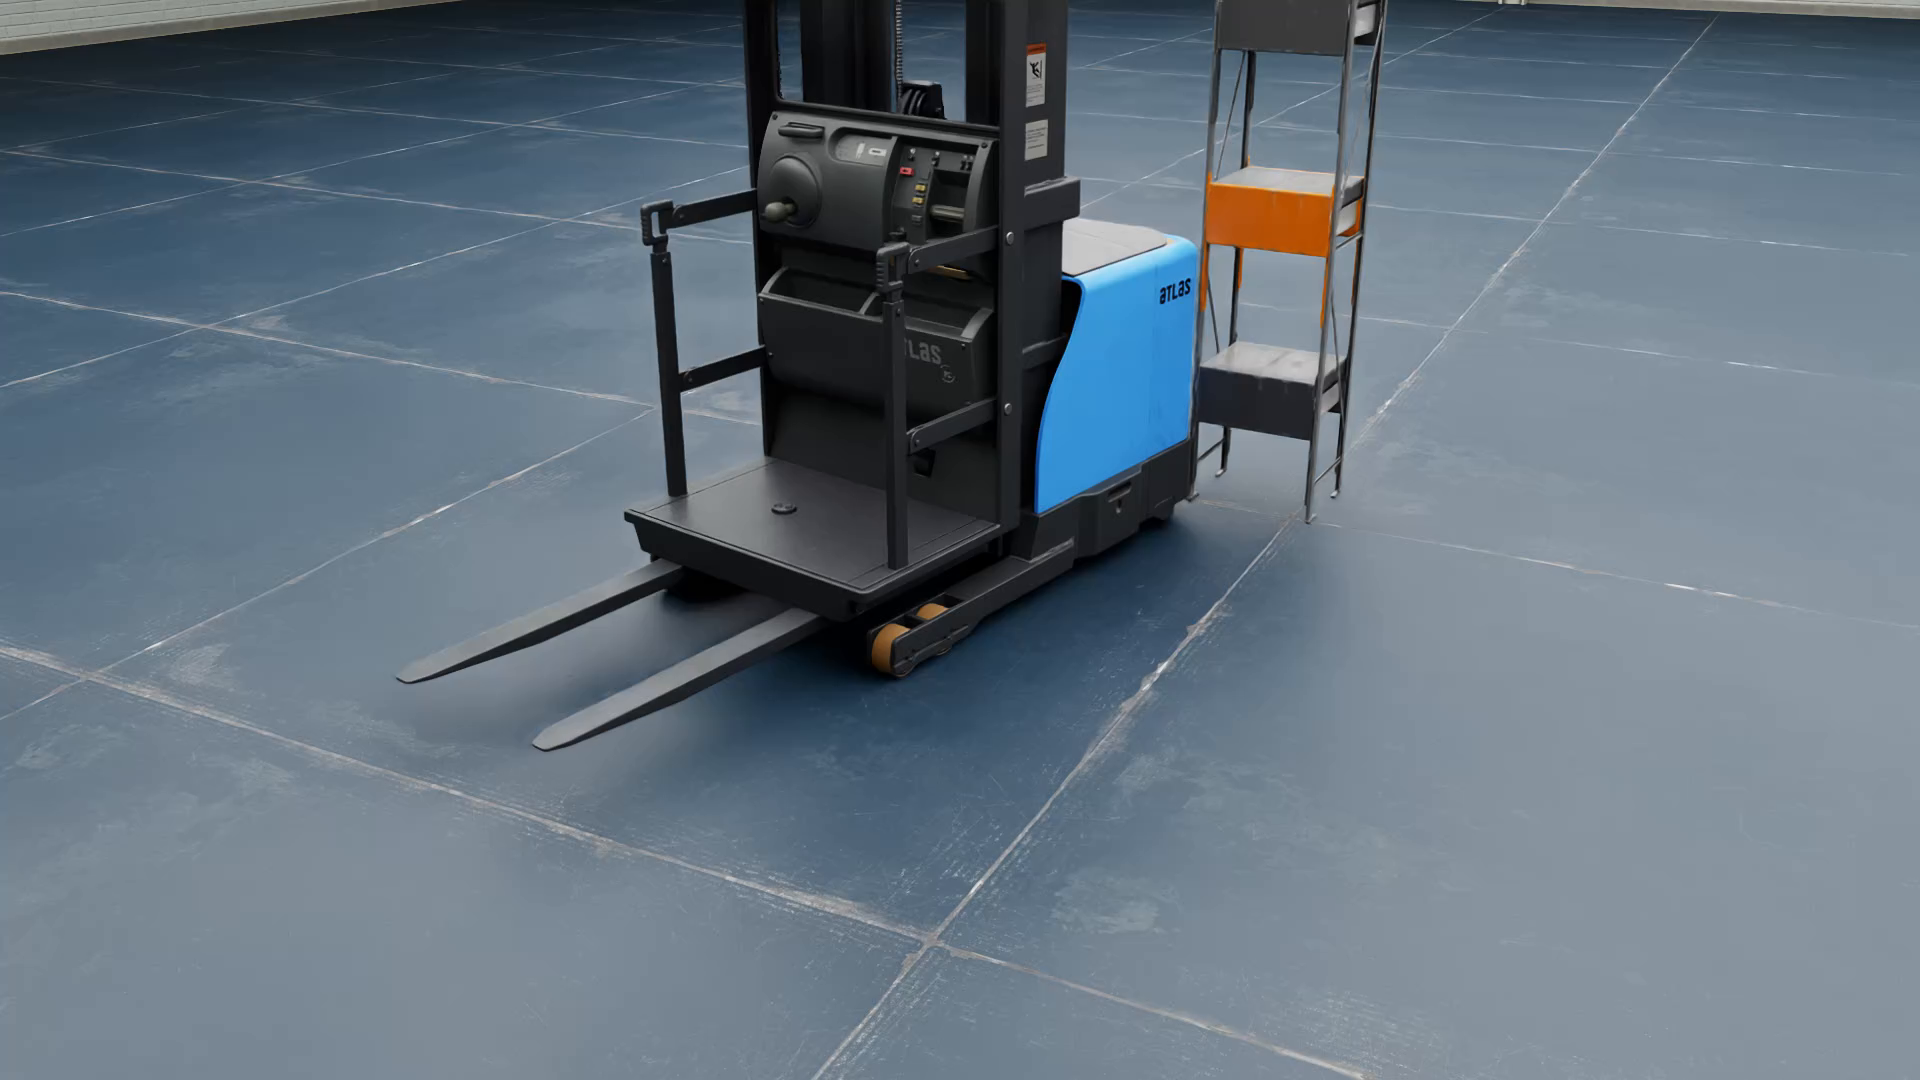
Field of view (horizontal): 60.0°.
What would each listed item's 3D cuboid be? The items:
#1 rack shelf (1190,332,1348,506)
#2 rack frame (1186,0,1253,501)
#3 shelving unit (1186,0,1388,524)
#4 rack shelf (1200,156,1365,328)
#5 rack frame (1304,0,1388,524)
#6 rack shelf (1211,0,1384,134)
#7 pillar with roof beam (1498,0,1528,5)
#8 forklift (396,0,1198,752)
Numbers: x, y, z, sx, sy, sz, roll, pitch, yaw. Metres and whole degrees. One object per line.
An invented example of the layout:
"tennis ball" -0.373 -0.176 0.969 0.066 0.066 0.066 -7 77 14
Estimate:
"rack shelf" 1.219 -0.486 6.533 0.480 0.518 0.431 13 26 27
"rack frame" 1.007 -1.190 6.365 0.015 2.100 0.400 13 26 27
"shelving unit" 1.219 -1.143 6.254 0.503 2.100 0.431 13 26 27
"rack shelf" 1.219 -1.130 6.259 0.480 0.518 0.431 13 26 27
"rack frame" 1.431 -1.095 6.142 0.015 2.100 0.400 13 26 27
"rack shelf" 1.219 -1.775 5.985 0.480 0.518 0.431 13 26 27
"pillar with roof beam" 6.674 -11.001 20.619 0.400 9.000 9.100 11 25 25
"forklift" -0.417 -1.135 5.174 1.130 2.935 3.031 17 28 35
